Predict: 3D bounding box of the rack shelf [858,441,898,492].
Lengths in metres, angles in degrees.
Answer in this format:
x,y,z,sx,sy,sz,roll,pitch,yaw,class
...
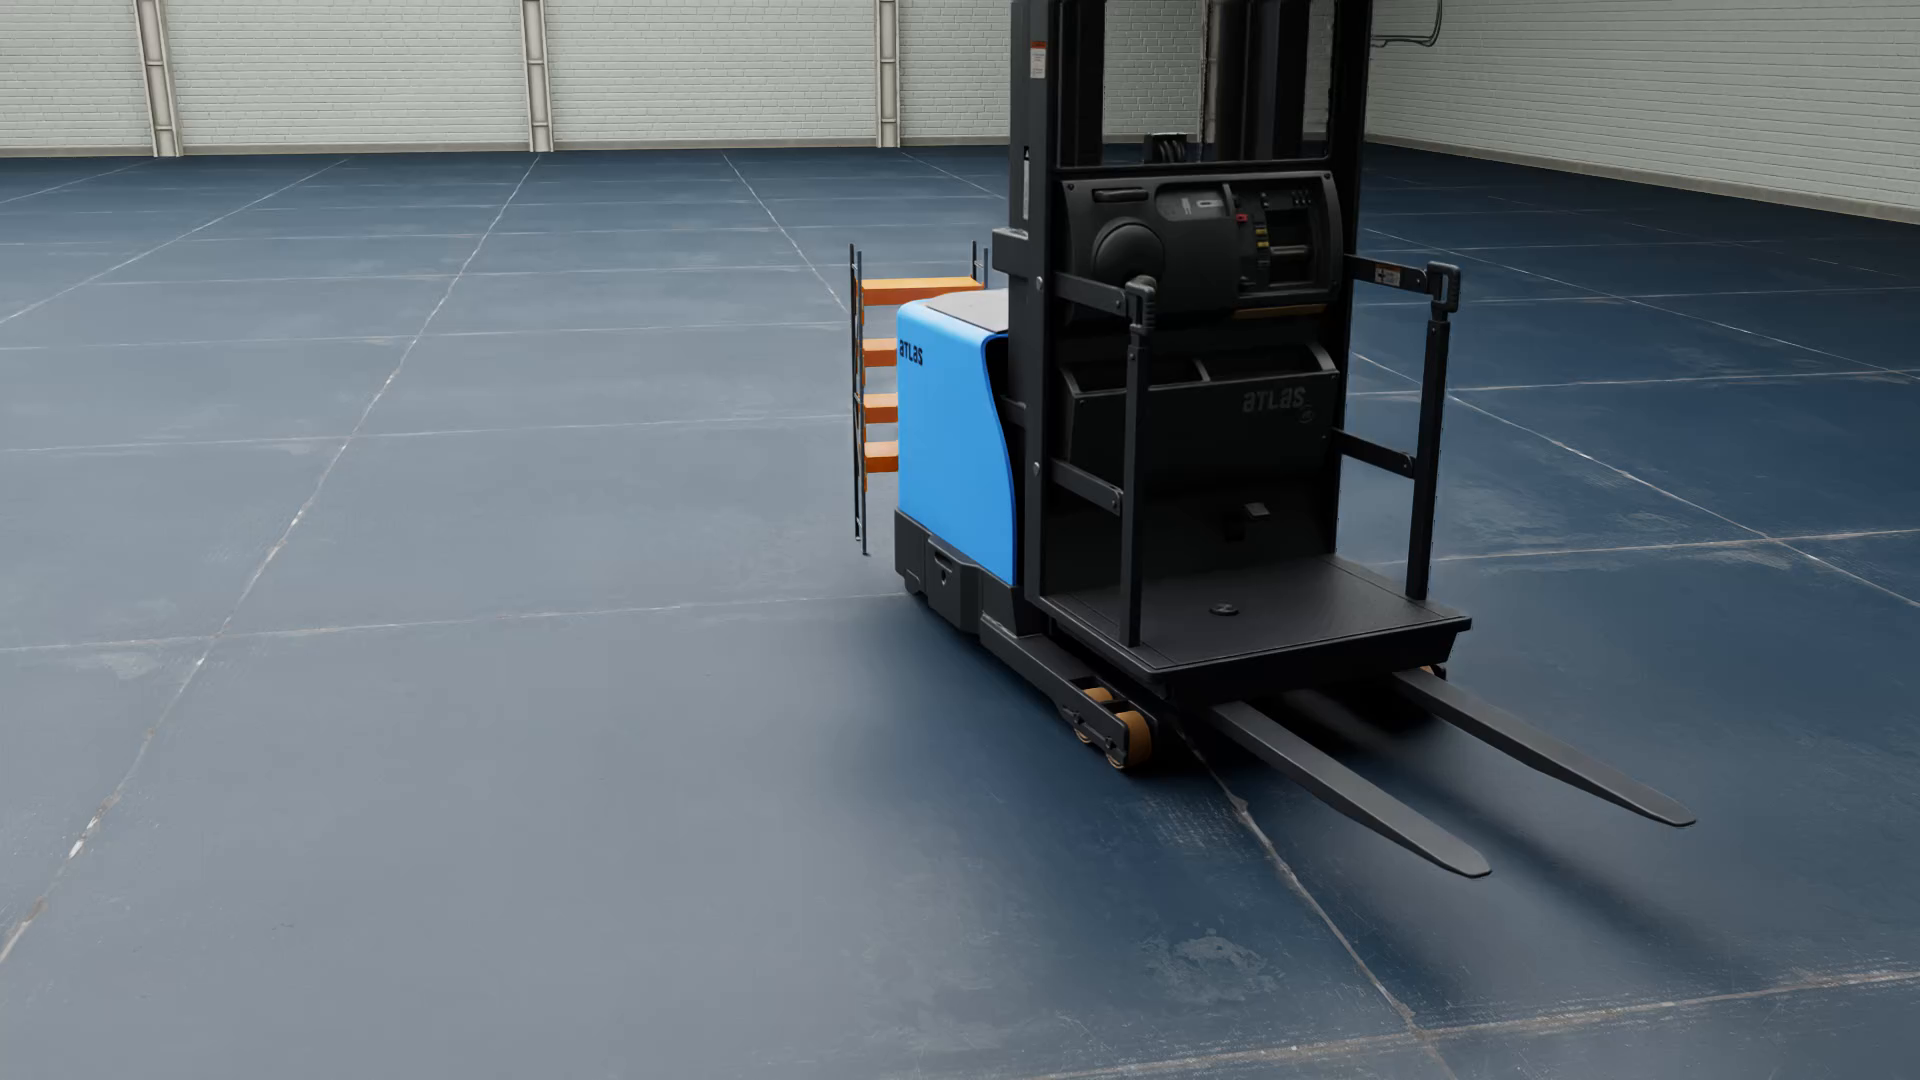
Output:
x,y,z,sx,sy,sz,roll,pitch,yaw,class
-0.163,-0.310,6.684,0.480,0.148,0.258,-3,17,-10,rack shelf

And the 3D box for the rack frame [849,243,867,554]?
x,y,z,sx,sy,sz,roll,pitch,yaw,class
-0.402,-0.551,6.561,0.015,1.200,0.240,-3,17,-10,rack frame

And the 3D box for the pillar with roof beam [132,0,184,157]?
x,y,z,sx,sy,sz,roll,pitch,yaw,class
-12.248,-9.406,22.108,0.400,9.000,9.100,-3,17,-10,pillar with roof beam

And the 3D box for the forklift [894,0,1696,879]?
x,y,z,sx,sy,sz,roll,pitch,yaw,class
0.816,-0.895,4.735,1.130,2.935,3.031,-7,19,-23,forklift

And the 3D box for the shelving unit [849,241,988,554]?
x,y,z,sx,sy,sz,roll,pitch,yaw,class
-0.163,-0.564,6.606,0.503,1.200,0.258,-3,17,-10,shelving unit

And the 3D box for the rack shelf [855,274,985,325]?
x,y,z,sx,sy,sz,roll,pitch,yaw,class
-0.163,-0.940,6.490,0.480,0.148,0.258,-3,17,-10,rack shelf

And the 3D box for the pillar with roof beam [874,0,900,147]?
x,y,z,sx,sy,sz,roll,pitch,yaw,class
-0.466,-10.074,24.285,0.400,9.000,9.100,-3,17,-10,pillar with roof beam

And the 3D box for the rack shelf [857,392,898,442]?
x,y,z,sx,sy,sz,roll,pitch,yaw,class
-0.163,-0.500,6.625,0.480,0.148,0.258,-3,17,-10,rack shelf

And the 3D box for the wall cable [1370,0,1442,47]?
x,y,z,sx,sy,sz,roll,pitch,yaw,class
7.752,-9.948,29.162,0.112,2.526,3.097,-3,17,-10,wall cable

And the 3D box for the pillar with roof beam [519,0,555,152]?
x,y,z,sx,sy,sz,roll,pitch,yaw,class
-6.357,-9.740,23.196,0.400,9.000,9.100,-3,17,-10,pillar with roof beam

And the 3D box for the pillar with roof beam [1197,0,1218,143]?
x,y,z,sx,sy,sz,roll,pitch,yaw,class
5.425,-10.408,25.373,0.400,9.000,9.100,-3,17,-10,pillar with roof beam

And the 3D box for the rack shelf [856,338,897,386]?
x,y,z,sx,sy,sz,roll,pitch,yaw,class
-0.163,-0.714,6.560,0.480,0.148,0.258,-3,17,-10,rack shelf

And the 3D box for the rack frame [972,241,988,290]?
x,y,z,sx,sy,sz,roll,pitch,yaw,class
0.077,-0.578,6.650,0.015,1.200,0.240,-3,17,-10,rack frame
